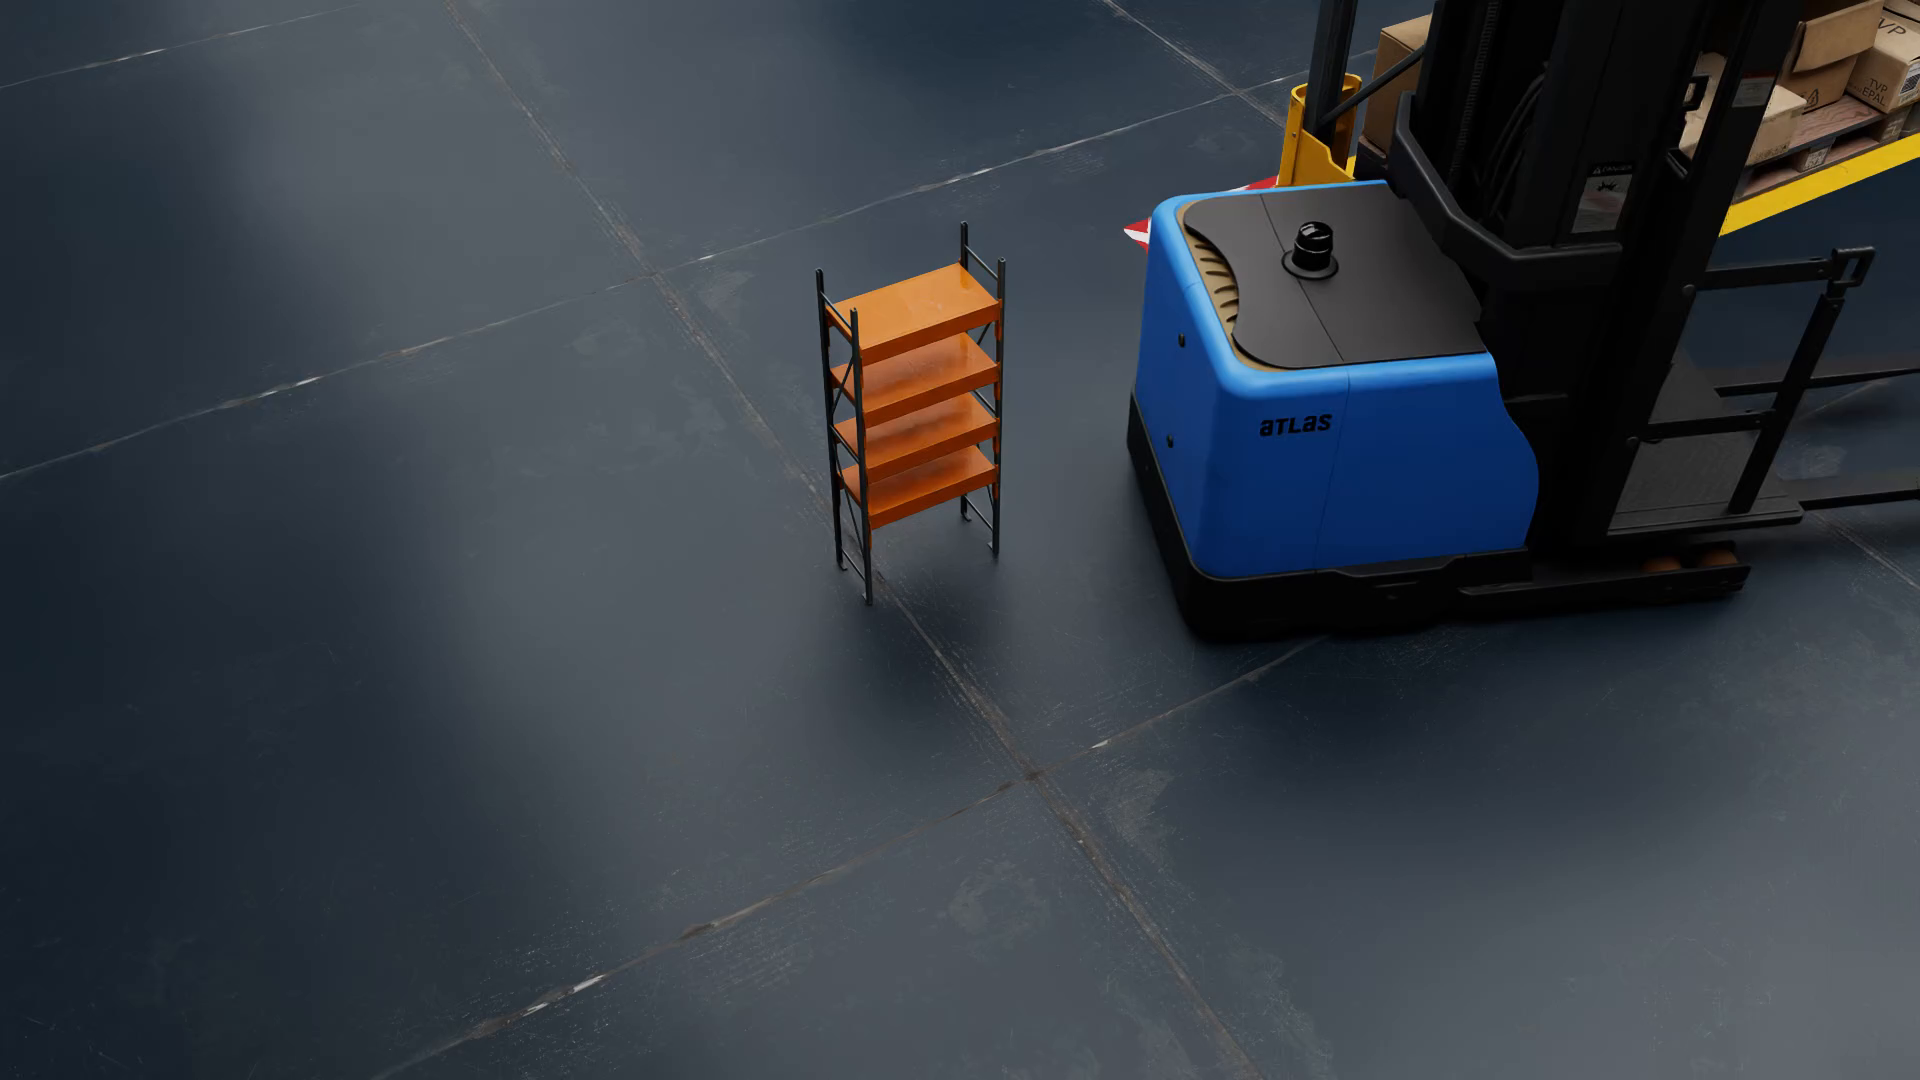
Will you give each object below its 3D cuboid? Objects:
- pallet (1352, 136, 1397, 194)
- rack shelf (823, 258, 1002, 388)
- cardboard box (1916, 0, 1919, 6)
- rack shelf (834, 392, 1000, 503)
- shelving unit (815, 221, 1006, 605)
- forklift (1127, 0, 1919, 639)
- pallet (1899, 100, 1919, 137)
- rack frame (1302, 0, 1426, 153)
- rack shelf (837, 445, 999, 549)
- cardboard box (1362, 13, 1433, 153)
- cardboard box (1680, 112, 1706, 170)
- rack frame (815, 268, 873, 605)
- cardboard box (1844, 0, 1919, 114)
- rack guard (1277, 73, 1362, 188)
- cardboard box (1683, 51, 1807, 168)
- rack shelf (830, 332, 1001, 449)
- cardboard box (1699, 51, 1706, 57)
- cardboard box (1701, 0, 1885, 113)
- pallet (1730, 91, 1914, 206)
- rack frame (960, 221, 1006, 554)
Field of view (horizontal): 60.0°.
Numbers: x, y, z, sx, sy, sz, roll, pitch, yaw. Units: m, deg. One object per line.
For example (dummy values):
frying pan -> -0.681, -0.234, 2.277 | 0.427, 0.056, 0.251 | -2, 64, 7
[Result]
pallet -> 2.495, -1.587, 7.234 | 1.213, 0.211, 1.003 | -22, 48, -21
rack shelf -> -0.144, -0.655, 4.999 | 0.480, 0.148, 0.258 | -22, 48, -21
cardboard box -> 4.854, -2.564, 7.717 | 0.500, 0.500, 0.500 | -22, 48, -21
rack shelf -> -0.144, -0.325, 5.320 | 0.480, 0.148, 0.258 | -22, 48, -21
shelving unit -> -0.144, -0.373, 5.273 | 0.503, 1.200, 0.258 | -22, 48, -21
forklift -> 2.162, -1.202, 4.884 | 3.031, 2.935, 1.130 | -6, 44, -6
pallet -> 4.611, -2.433, 8.106 | 1.213, 0.211, 1.003 | -22, 48, -21
rack frame -> 1.739, -2.284, 5.950 | 0.127, 3.000, 1.000 | -22, 48, -21
rack shelf -> -0.144, -0.182, 5.458 | 0.480, 0.148, 0.258 | -22, 48, -21
cardboard box -> 2.087, -1.882, 7.015 | 0.500, 0.500, 0.500 | -22, 48, -21
cardboard box -> 2.785, -1.646, 6.951 | 0.500, 0.250, 0.500 | -22, 48, -21
rack frame -> -0.355, -0.288, 5.186 | 0.015, 1.200, 0.240 | -22, 48, -21
cardboard box -> 4.204, -2.236, 7.515 | 0.500, 0.311, 0.500 | -22, 48, -21
rack guard -> 1.805, -1.413, 6.847 | 0.348, 0.500, 1.175 | -22, 48, -21
cardboard box -> 3.218, -1.819, 7.129 | 0.500, 0.250, 0.500 | -22, 48, -21
rack shelf -> -0.144, -0.485, 5.164 | 0.480, 0.148, 0.258 | -22, 48, -21
cardboard box -> 2.926, -2.104, 7.423 | 0.500, 0.250, 0.500 | -22, 48, -21
cardboard box -> 3.580, -2.279, 7.421 | 0.637, 0.503, 0.797 | -22, 48, -21
pallet -> 3.552, -2.007, 7.667 | 1.213, 0.211, 1.003 | -22, 48, -21
rack frame -> 0.068, -0.458, 5.360 | 0.015, 1.200, 0.240 | -22, 48, -21
